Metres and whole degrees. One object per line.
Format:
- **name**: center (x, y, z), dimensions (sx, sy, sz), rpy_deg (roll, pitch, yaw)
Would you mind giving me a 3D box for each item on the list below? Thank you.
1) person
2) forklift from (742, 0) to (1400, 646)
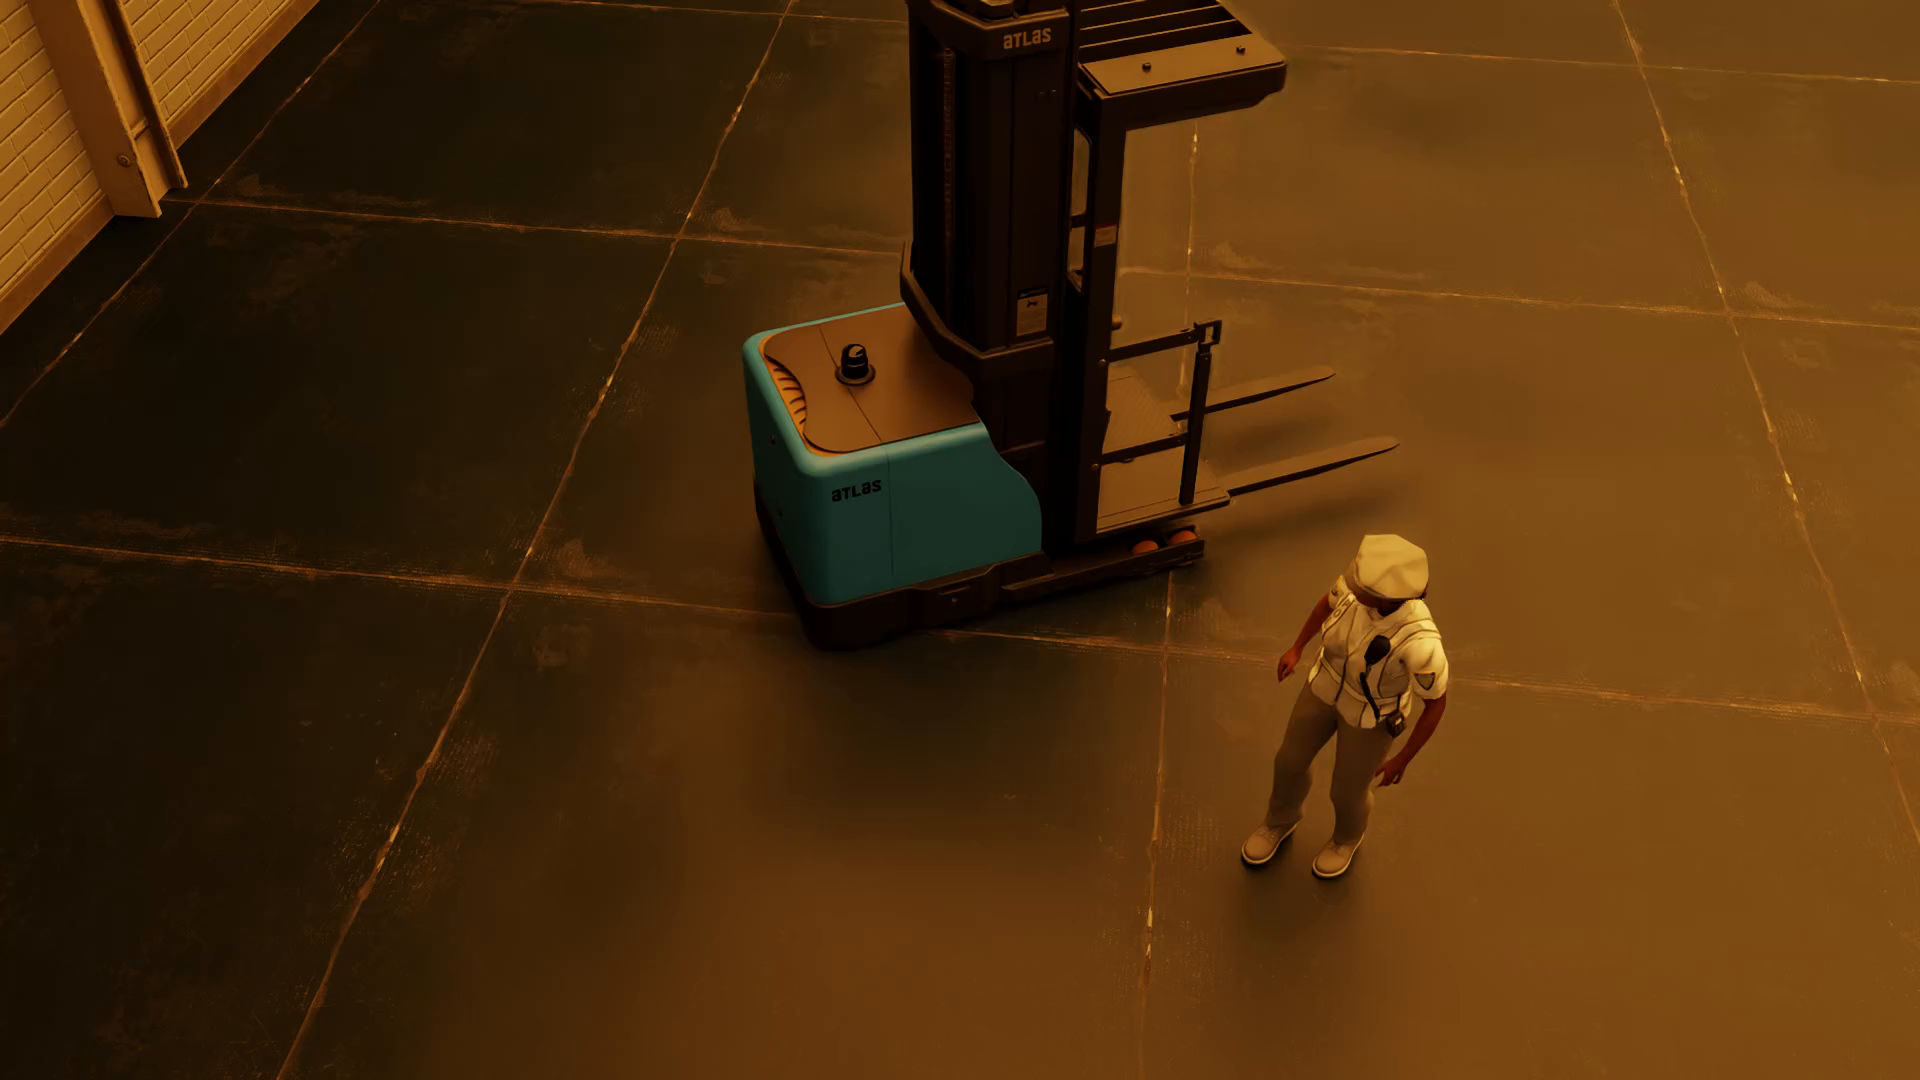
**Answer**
- **person**: center (1.379, 0.626, 5.991), dimensions (0.471, 1.654, 0.651), rpy_deg (-29, 50, -28)
- **forklift**: center (0.602, -1.233, 7.066), dimensions (3.031, 2.935, 1.130), rpy_deg (-14, 44, -15)
